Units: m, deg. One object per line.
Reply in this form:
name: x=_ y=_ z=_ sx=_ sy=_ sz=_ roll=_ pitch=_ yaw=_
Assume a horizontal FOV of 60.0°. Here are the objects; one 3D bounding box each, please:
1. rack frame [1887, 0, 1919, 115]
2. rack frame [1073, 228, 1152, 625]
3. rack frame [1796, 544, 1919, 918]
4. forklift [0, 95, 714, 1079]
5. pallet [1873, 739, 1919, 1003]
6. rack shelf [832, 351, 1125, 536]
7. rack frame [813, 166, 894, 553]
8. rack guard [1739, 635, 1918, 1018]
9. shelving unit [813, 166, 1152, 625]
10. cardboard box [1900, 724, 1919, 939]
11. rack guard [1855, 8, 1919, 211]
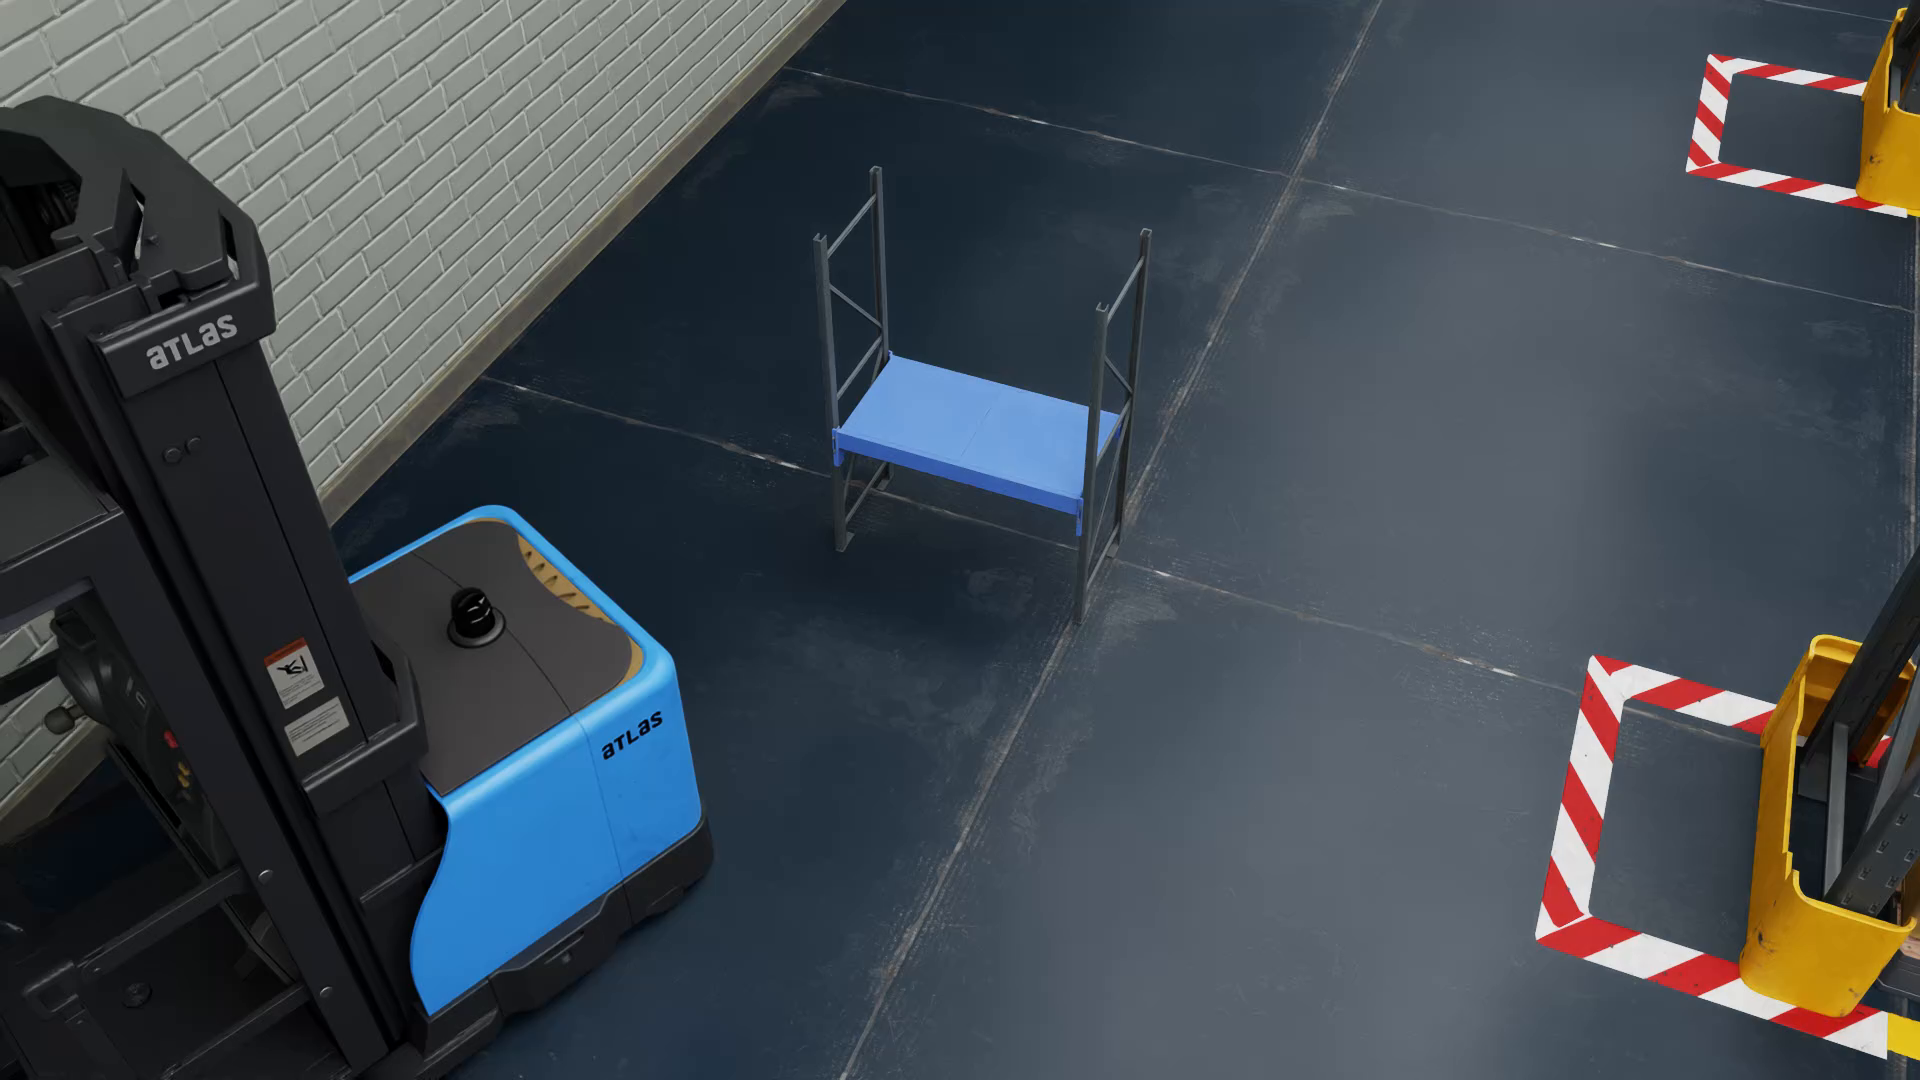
rack frame: x=4.894 y=-3.165 z=7.805 sx=0.127 sy=3.000 sz=1.000 roll=16 pitch=47 yaw=16
rack frame: x=0.548 y=-0.370 z=6.059 sx=0.032 sy=1.500 sz=0.500 roll=16 pitch=47 yaw=16
rack frame: x=2.891 y=0.036 z=4.587 sx=0.127 sy=3.000 sz=1.000 roll=16 pitch=47 yaw=16
forklift: x=-2.244 y=0.543 z=4.127 sx=3.031 sy=2.935 sz=1.130 roll=-34 pitch=54 yaw=-29
pallet: x=3.659 y=1.191 z=5.404 sx=1.213 sy=0.211 sz=1.003 roll=16 pitch=47 yaw=16
rack shelf: x=0.079 y=-0.381 z=6.325 sx=1.000 sy=0.185 sz=0.538 roll=16 pitch=47 yaw=16
rack frame: x=-0.390 y=-0.647 z=6.336 sx=0.032 sy=1.500 sz=0.500 roll=16 pitch=47 yaw=16
rack guard: x=2.869 y=0.916 z=5.475 sx=0.348 sy=0.500 sz=1.175 roll=16 pitch=47 yaw=16
shelving unit: x=0.079 y=-0.509 z=6.198 sx=1.048 sy=1.500 sz=0.538 roll=16 pitch=47 yaw=16
cardboard box: x=3.512 y=0.762 z=5.066 sx=0.875 sy=0.875 sz=0.875 roll=16 pitch=47 yaw=16
rack guard: x=4.964 y=-2.258 z=8.665 sx=0.348 sy=0.500 sz=1.175 roll=16 pitch=47 yaw=16
